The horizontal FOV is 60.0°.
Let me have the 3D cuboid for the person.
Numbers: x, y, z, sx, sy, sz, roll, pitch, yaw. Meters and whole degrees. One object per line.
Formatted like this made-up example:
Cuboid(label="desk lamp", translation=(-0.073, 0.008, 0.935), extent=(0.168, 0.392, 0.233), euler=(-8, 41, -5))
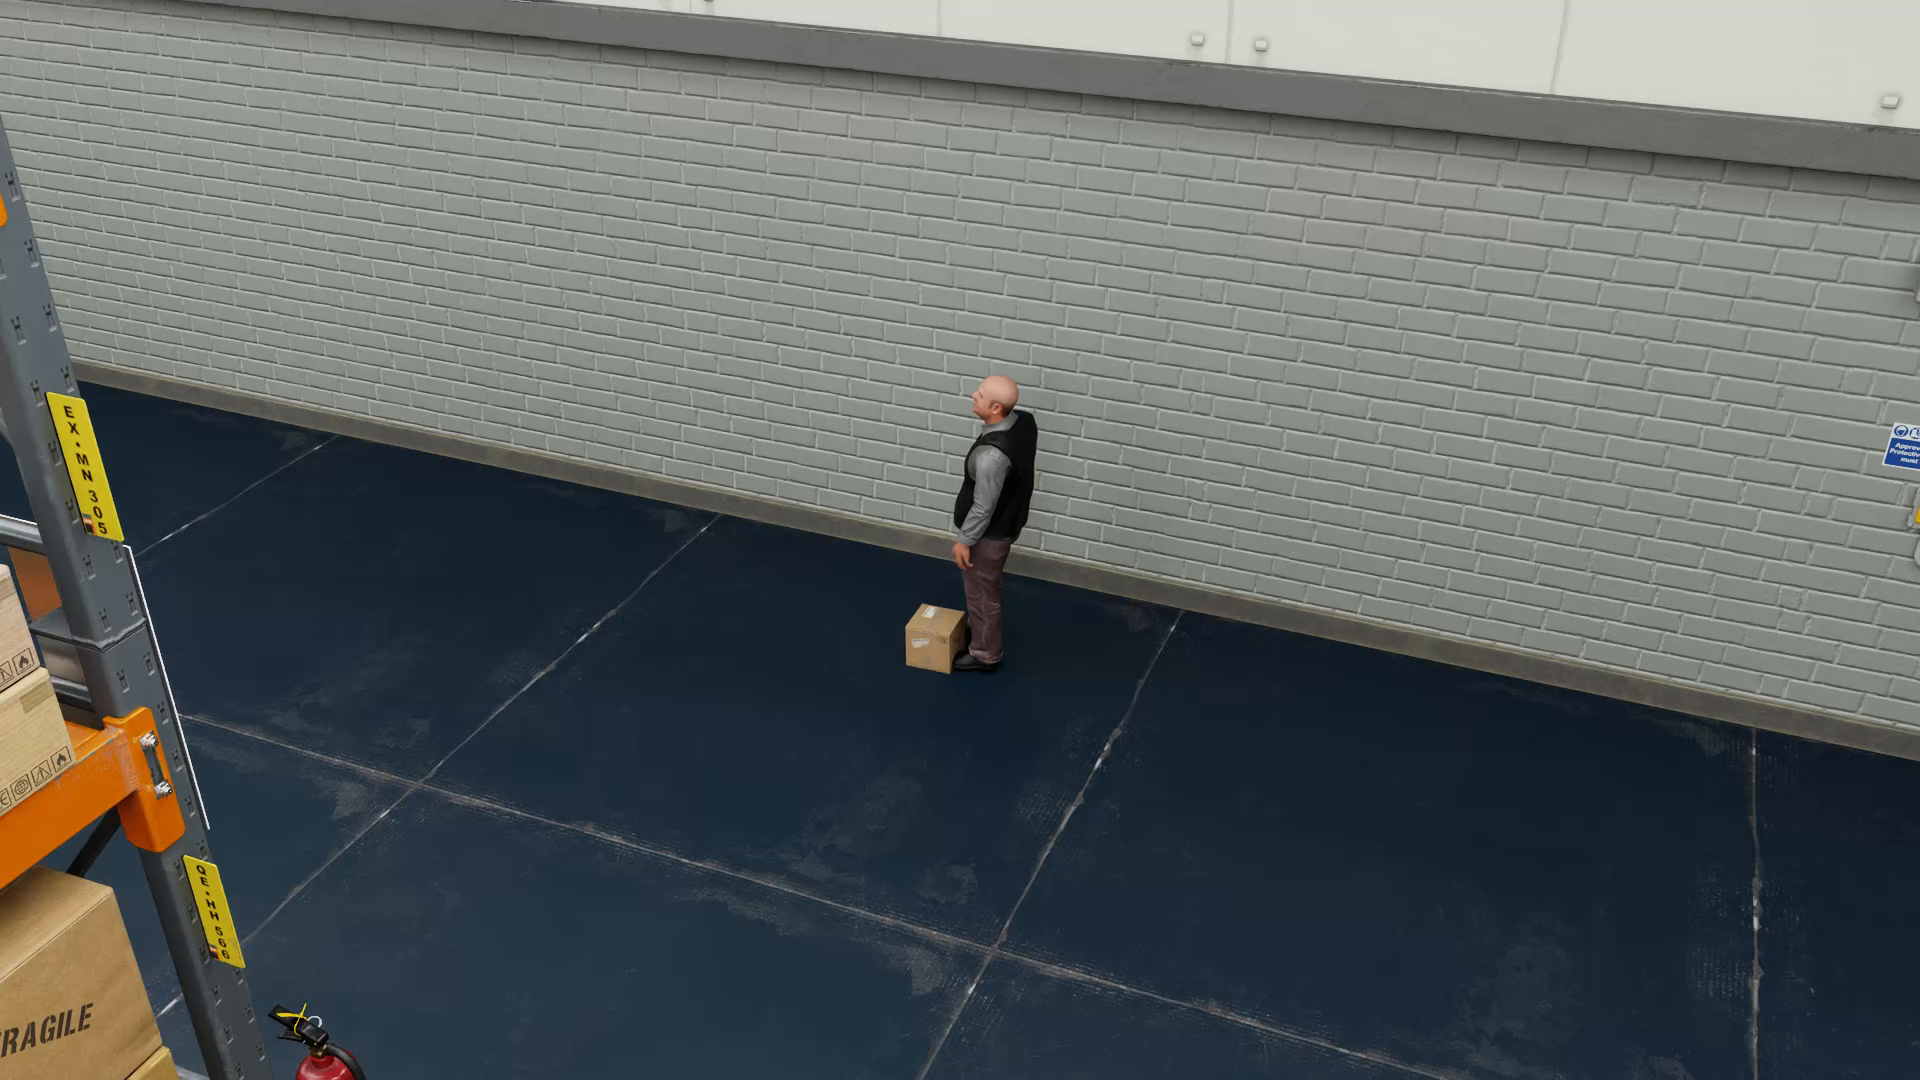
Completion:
Cuboid(label="person", translation=(0.092, -0.087, 8.562), extent=(0.568, 1.720, 0.632), euler=(11, 31, 19))
